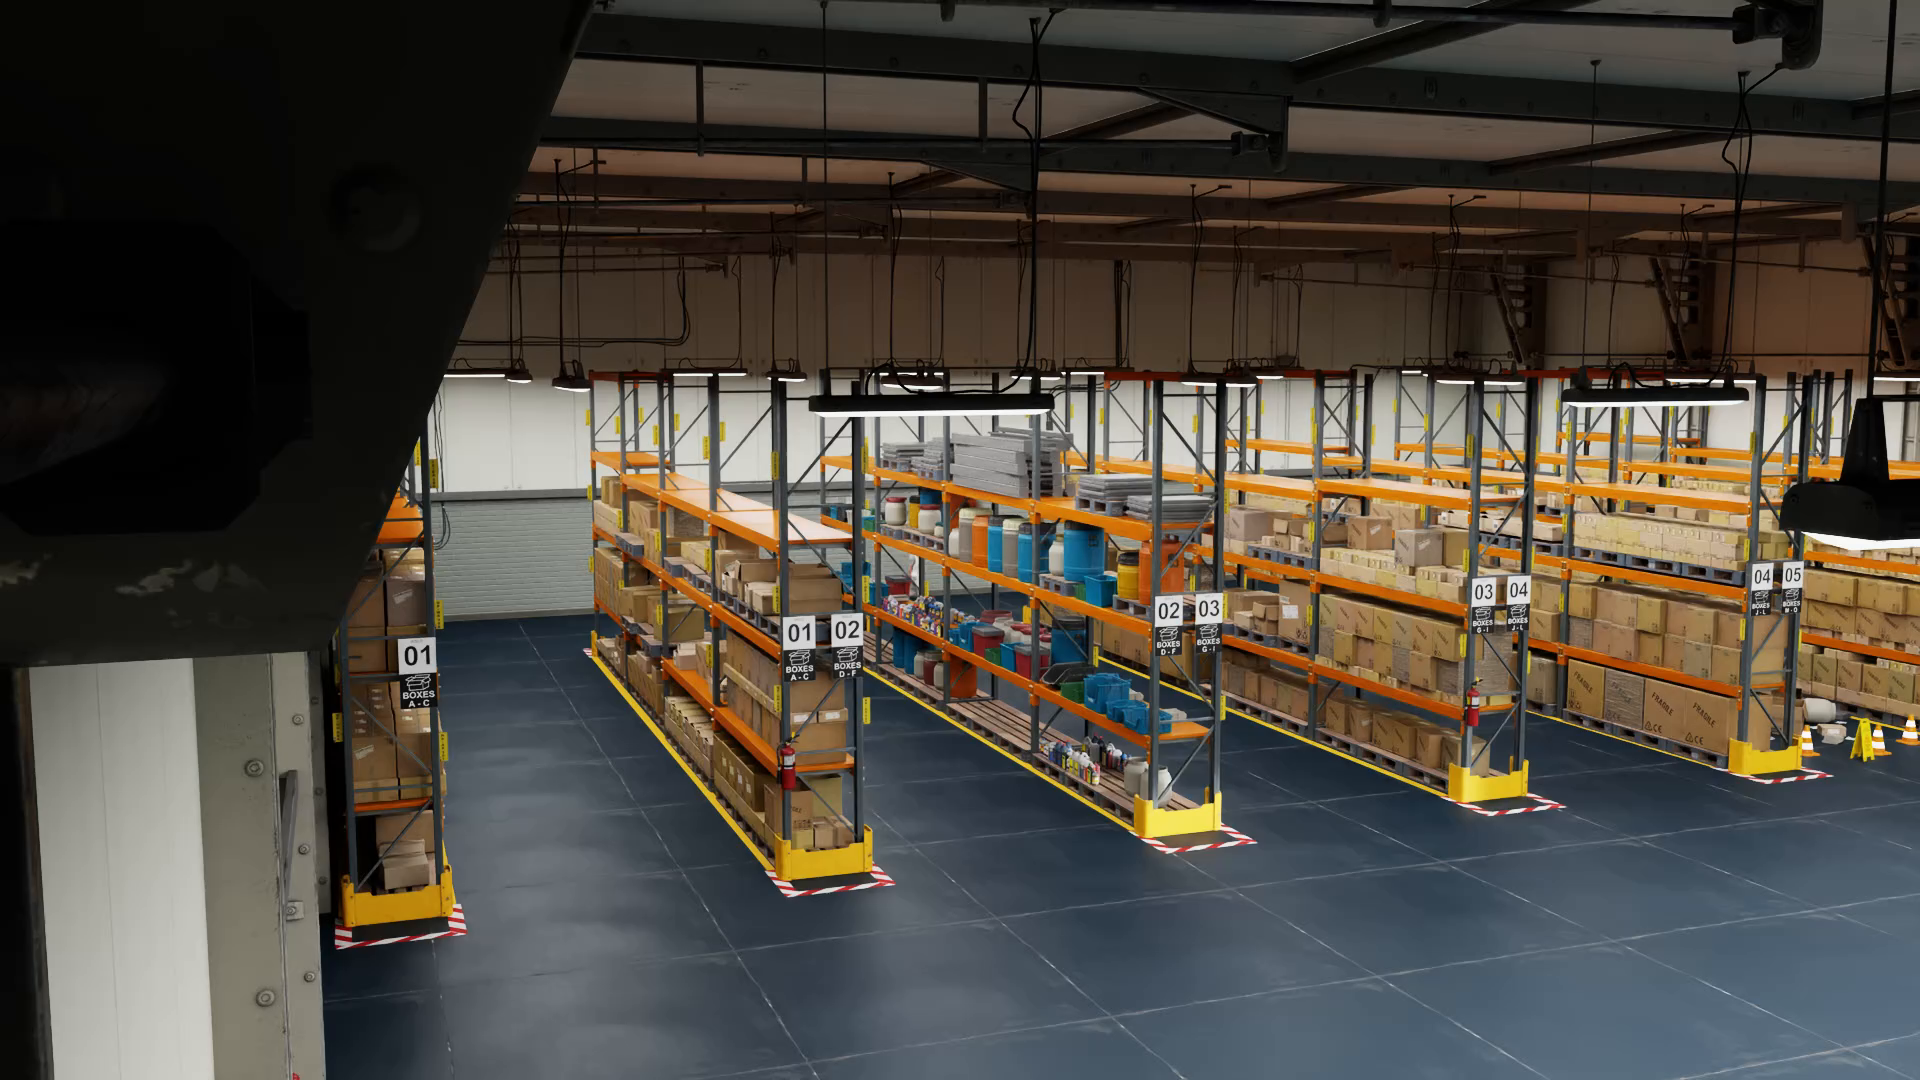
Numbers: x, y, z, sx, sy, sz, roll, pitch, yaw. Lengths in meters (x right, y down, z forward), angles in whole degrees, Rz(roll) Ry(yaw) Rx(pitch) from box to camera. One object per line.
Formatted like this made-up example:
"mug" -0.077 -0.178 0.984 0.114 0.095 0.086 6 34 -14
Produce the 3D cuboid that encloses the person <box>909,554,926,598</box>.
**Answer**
"person" -1.115 0.900 40.833 0.933 1.756 0.520 3 7 22

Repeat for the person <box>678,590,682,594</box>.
"person" -6.452 1.246 37.608 0.556 1.762 0.583 4 8 34
